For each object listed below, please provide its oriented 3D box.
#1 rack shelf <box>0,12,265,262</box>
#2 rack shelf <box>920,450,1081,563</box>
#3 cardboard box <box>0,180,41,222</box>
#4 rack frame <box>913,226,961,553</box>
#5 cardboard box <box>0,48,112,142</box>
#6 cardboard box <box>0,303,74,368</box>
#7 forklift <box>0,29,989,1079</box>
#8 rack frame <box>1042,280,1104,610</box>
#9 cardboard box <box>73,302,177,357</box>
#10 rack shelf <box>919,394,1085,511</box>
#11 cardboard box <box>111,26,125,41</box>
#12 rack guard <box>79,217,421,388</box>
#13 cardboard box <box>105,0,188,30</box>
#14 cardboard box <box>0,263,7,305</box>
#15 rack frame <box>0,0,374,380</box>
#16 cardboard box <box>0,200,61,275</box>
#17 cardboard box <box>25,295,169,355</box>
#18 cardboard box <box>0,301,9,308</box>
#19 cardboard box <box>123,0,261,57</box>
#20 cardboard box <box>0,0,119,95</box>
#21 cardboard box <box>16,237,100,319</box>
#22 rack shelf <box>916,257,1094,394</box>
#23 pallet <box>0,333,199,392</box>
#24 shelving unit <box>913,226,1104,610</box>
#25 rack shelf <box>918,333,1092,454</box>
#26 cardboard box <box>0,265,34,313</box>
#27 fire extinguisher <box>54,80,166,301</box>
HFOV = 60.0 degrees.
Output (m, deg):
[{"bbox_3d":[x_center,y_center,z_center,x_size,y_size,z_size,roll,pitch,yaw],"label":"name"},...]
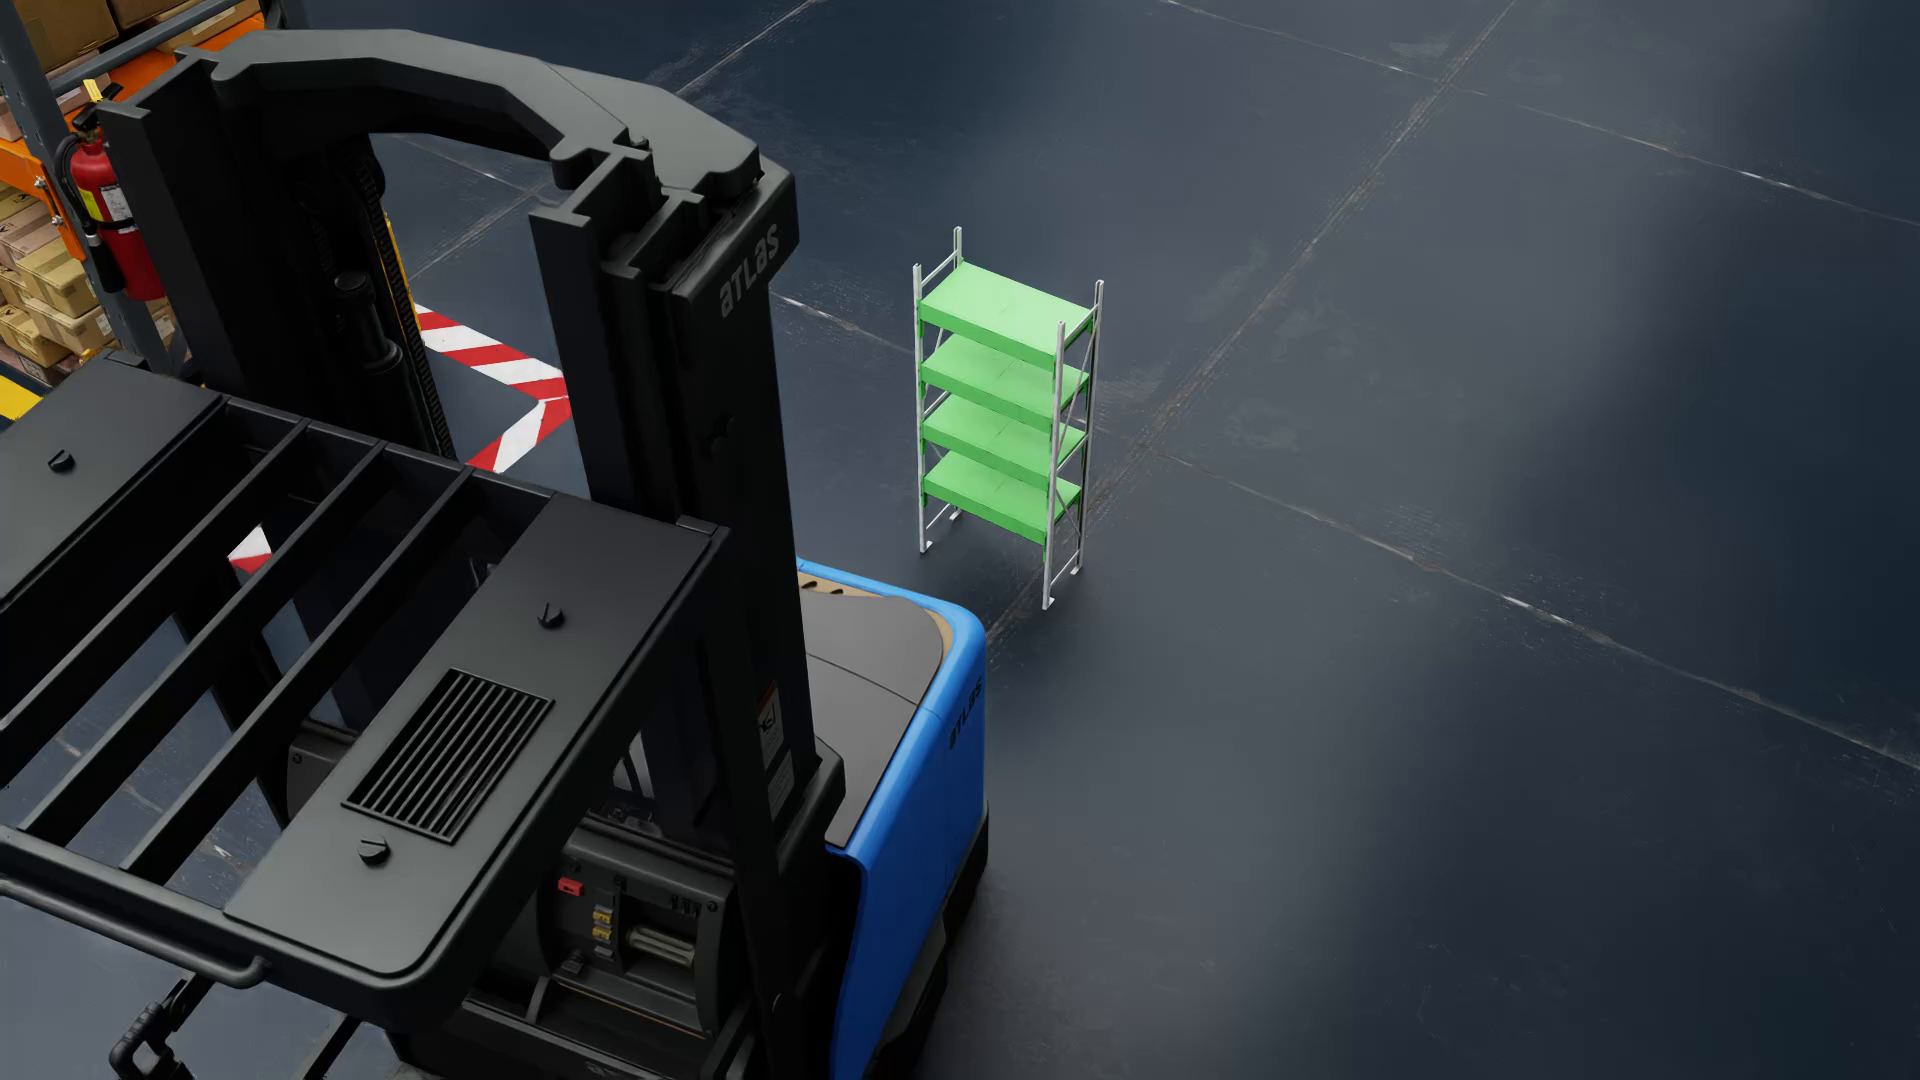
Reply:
[{"bbox_3d":[-4.179,-2.089,6.190,4.000,0.370,1.077,25,51,22],"label":"rack shelf"},{"bbox_3d":[0.139,-0.142,5.475,0.480,0.148,0.258,25,51,22],"label":"rack shelf"},{"bbox_3d":[-3.545,-1.133,6.040,0.250,0.149,0.380,24,50,21],"label":"cardboard box"},{"bbox_3d":[-0.066,-0.449,5.349,0.015,1.200,0.240,25,51,22],"label":"rack frame"},{"bbox_3d":[-2.922,-1.434,5.227,0.250,0.149,0.380,25,51,22],"label":"cardboard box"},{"bbox_3d":[-3.322,-0.835,6.165,0.250,0.149,0.380,26,51,23],"label":"cardboard box"},{"bbox_3d":[-0.931,0.762,2.966,1.130,2.935,3.031,16,48,15],"label":"forklift"},{"bbox_3d":[0.345,-0.260,5.166,0.015,1.200,0.240,25,51,22],"label":"rack frame"},{"bbox_3d":[-3.051,-0.797,6.128,0.250,0.149,0.380,26,51,23],"label":"cardboard box"},{"bbox_3d":[0.139,-0.310,5.303,0.480,0.148,0.258,25,51,22],"label":"rack shelf"},{"bbox_3d":[-2.827,-1.875,5.656,0.250,0.149,0.380,26,51,23],"label":"cardboard box"},{"bbox_3d":[-2.559,-0.724,6.105,0.348,0.500,1.175,25,51,22],"label":"rack guard"},{"bbox_3d":[-2.724,-2.045,5.368,0.500,0.500,0.500,27,52,24],"label":"cardboard box"},{"bbox_3d":[-3.532,-1.054,6.171,0.250,0.149,0.380,23,50,21],"label":"cardboard box"},{"bbox_3d":[-2.495,-1.566,5.180,0.127,3.000,1.000,25,51,22],"label":"rack frame"},{"bbox_3d":[-3.258,-1.110,6.017,0.250,0.149,0.380,26,51,23],"label":"cardboard box"},{"bbox_3d":[-3.093,-0.854,5.976,0.250,0.149,0.380,23,50,21],"label":"cardboard box"},{"bbox_3d":[-3.498,-0.989,6.315,0.250,0.149,0.380,24,51,22],"label":"cardboard box"},{"bbox_3d":[-2.591,-1.802,5.584,0.250,0.149,0.380,24,51,22],"label":"cardboard box"},{"bbox_3d":[-3.012,-1.723,5.056,0.500,0.500,0.500,26,51,23],"label":"cardboard box"},{"bbox_3d":[-3.077,-0.978,5.889,0.250,0.149,0.380,25,51,23],"label":"cardboard box"},{"bbox_3d":[0.139,-0.644,4.959,0.480,0.148,0.258,25,51,22],"label":"rack shelf"},{"bbox_3d":[-3.224,-0.959,6.535,1.213,0.211,1.003,25,51,22],"label":"pallet"},{"bbox_3d":[0.139,-0.354,5.257,0.503,1.200,0.258,25,51,22],"label":"shelving unit"},{"bbox_3d":[0.139,-0.477,5.131,0.480,0.148,0.258,25,51,22],"label":"rack shelf"},{"bbox_3d":[-3.284,-0.988,6.106,0.250,0.149,0.380,24,50,21],"label":"cardboard box"},{"bbox_3d":[-2.532,-1.033,4.976,0.183,0.674,0.296,25,51,22],"label":"fire extinguisher"}]
